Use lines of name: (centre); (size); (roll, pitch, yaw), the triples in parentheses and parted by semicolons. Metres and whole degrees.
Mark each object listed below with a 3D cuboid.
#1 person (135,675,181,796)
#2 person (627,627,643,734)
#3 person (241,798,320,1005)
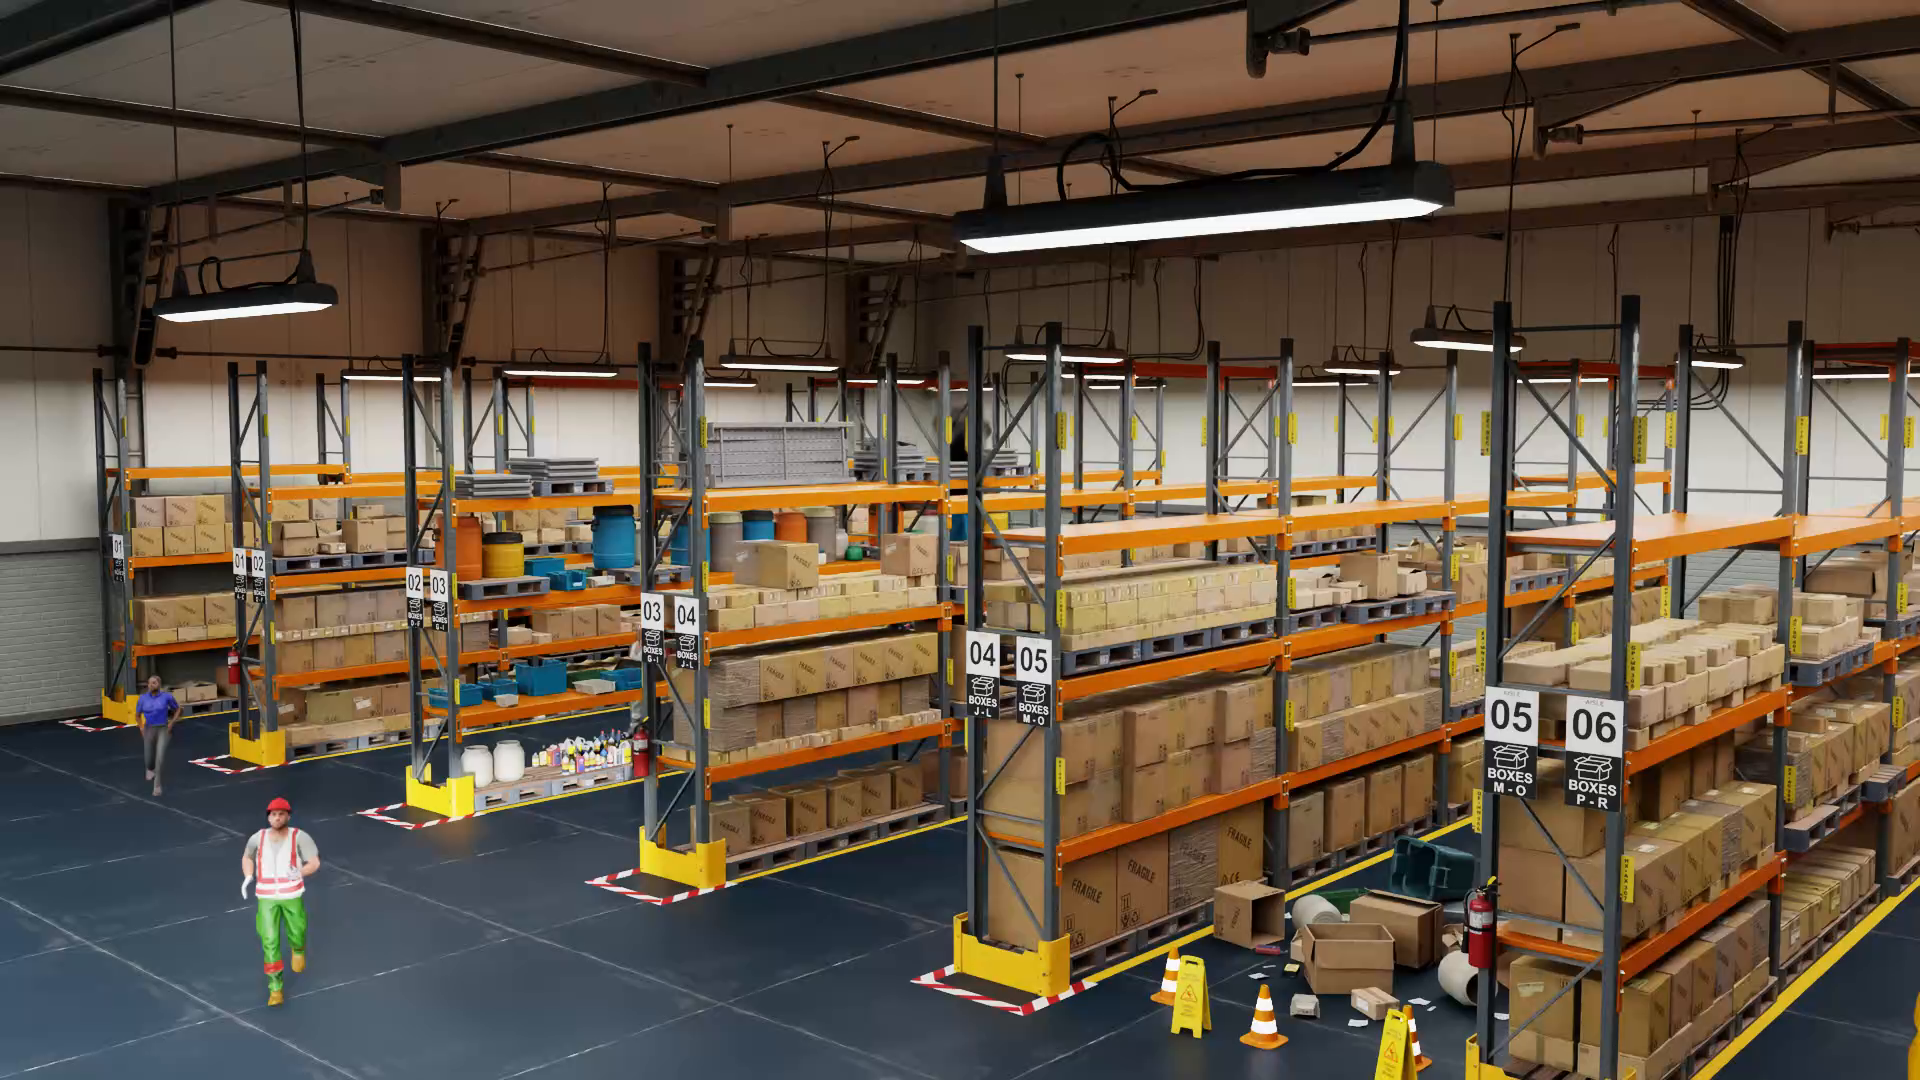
person: (-11.096, 2.675, 23.031); (0.581, 1.638, 0.658); (-1, 4, -18)
person: (-5.223, 2.296, 27.449); (0.626, 1.752, 0.897); (3, 5, 35)
person: (-6.079, 3.186, 14.883); (0.670, 1.765, 0.914); (-1, 4, -15)
